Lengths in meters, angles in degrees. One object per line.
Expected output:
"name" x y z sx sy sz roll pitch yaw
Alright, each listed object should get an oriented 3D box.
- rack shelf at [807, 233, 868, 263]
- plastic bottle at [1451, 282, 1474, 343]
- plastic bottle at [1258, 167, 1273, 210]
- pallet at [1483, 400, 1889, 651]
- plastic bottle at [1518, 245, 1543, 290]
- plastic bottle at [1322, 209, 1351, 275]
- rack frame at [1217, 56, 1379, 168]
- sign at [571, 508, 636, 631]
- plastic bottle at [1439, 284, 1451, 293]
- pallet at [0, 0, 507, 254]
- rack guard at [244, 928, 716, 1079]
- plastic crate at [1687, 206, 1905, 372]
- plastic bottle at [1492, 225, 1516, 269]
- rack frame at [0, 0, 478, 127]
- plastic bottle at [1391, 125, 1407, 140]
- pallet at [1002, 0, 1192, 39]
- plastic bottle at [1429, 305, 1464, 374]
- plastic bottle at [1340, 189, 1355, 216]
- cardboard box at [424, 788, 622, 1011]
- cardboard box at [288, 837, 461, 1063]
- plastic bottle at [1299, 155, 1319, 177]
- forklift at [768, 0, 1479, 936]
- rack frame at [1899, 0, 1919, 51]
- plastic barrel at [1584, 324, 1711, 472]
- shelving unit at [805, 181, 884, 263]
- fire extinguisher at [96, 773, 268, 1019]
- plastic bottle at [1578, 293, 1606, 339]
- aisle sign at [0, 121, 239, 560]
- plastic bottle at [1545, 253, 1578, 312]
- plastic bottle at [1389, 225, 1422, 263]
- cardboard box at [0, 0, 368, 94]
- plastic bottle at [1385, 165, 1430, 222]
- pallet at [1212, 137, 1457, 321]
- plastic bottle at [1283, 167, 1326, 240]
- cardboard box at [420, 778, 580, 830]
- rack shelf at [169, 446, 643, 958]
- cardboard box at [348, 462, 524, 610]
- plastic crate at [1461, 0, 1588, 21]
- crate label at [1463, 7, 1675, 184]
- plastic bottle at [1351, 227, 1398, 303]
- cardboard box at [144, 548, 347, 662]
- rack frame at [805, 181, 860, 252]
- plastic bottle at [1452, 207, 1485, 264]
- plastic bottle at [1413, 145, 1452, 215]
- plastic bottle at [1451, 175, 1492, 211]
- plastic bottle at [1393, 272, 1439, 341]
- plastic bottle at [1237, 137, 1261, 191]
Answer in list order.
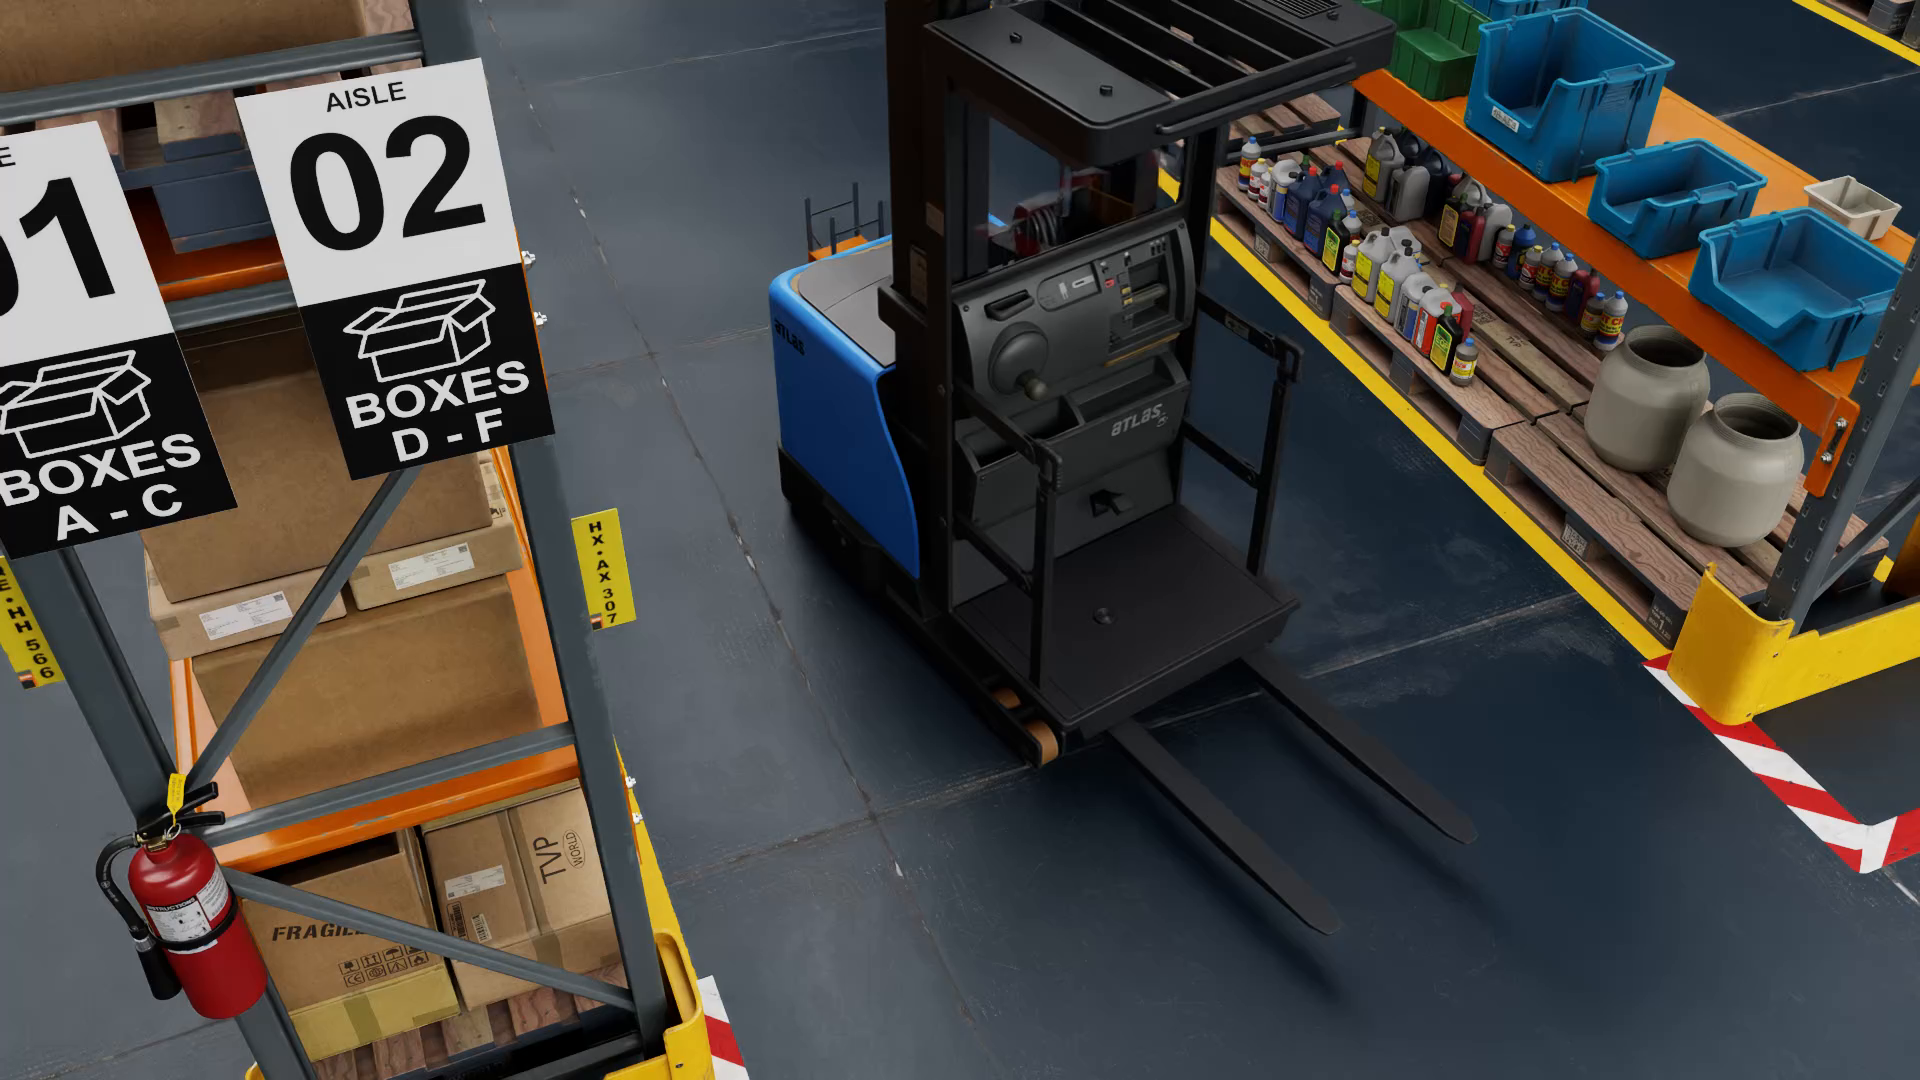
"rack shelf" -0.451 -1.105 6.631 0.258 0.103 0.180 -25 46 -26
"plastic bottle" 2.203 -0.992 7.349 0.061 0.283 0.133 -15 43 -17
"plastic bottle" 1.547 -1.764 8.309 0.097 0.201 0.097 0 41 0
"pallet" 2.905 -0.140 6.751 1.003 0.211 1.213 -15 43 -17
"plastic bottle" 2.670 -1.274 7.740 0.097 0.201 0.097 0 41 0
"plastic bottle" 1.775 -1.405 7.830 0.061 0.283 0.133 -13 42 -15
"rack frame" 1.753 -3.082 8.033 1.000 3.000 0.127 -15 43 -17
"sign" -0.780 0.068 3.646 0.100 0.325 0.005 -15 43 -17
"plastic bottle" 2.159 -1.060 7.491 0.097 0.201 0.097 0 41 0
"pallet" -1.541 -0.975 3.351 1.003 0.211 1.213 -15 43 -17
"rack guard" -1.285 1.523 4.595 1.175 0.500 0.348 -15 43 -17
"plastic crate" 2.815 -0.843 5.544 0.499 0.251 0.616 -15 43 -17
"plastic bottle" 2.591 -1.398 7.884 0.097 0.201 0.097 0 41 0
"rack frame" -1.295 -1.714 1.841 1.000 3.000 0.127 -15 43 -17
"plastic bottle" 2.242 -2.011 8.534 0.061 0.283 0.133 -13 42 -15
"pallet" 0.946 -3.224 10.337 1.003 0.211 1.213 -15 43 -17
"plastic bottle" 2.114 -0.872 7.209 0.061 0.283 0.133 -14 43 -16
"plastic bottle" 1.845 -1.567 8.027 0.097 0.271 0.097 0 41 0
"cardboard box" -1.294 1.066 4.997 0.500 0.250 0.500 -15 43 -17
"cardboard box" -1.773 1.195 4.846 0.500 0.250 0.500 -15 43 -17
"plastic bottle" 1.717 -1.756 8.238 0.061 0.283 0.133 -15 43 -17
"forklift" 0.517 -0.680 5.293 1.130 2.935 3.031 -25 46 -26
"rack frame" 6.329 -4.318 9.470 1.000 3.000 0.127 -15 43 -17
"plastic barrel" 2.769 -0.568 6.695 0.421 0.512 0.421 0 41 0
"shelving unit" -0.451 -0.866 6.836 0.258 1.200 0.189 -25 46 -26
"fire extinguisher" -1.679 0.778 3.605 0.296 0.674 0.183 -15 43 -17
"plastic bottle" 2.838 -1.010 7.433 0.097 0.201 0.097 0 41 0
"aisle sign" -1.541 -0.312 2.818 0.394 0.787 0.004 -15 43 -17
"plastic bottle" 2.746 -1.181 7.578 0.097 0.271 0.097 0 41 0
"plastic bottle" 2.040 -1.309 7.723 0.152 0.276 0.135 -15 43 -17
"cardboard box" -1.511 -1.175 3.006 0.797 0.503 0.637 -12 42 -14
"plastic bottle" 2.212 -1.732 8.215 0.152 0.276 0.135 -15 43 -17
"pallet" 1.971 -1.610 8.460 1.003 0.211 1.213 -15 43 -17
"plastic bottle" 1.678 -1.655 8.068 0.144 0.351 0.185 -14 43 -16
"cardboard box" -1.487 0.481 5.102 0.500 0.500 0.500 -15 43 -17
"rack shelf" -2.060 -0.371 5.432 1.077 0.370 4.000 -15 43 -17
"cardboard box" -1.246 -0.013 3.890 0.380 0.149 0.250 -15 43 -17
"plastic crate" 2.427 -2.427 7.385 0.499 0.251 0.616 -15 43 -17
"crate label" 2.329 -1.727 6.431 0.502 0.435 0.616 -15 43 -17
"plastic bottle" 1.913 -1.285 7.638 0.144 0.351 0.185 -15 43 -17
"cardboard box" -1.617 0.095 3.765 0.380 0.149 0.250 -16 43 -18
"rack frame" -0.503 -0.914 6.893 0.240 1.200 0.006 -25 46 -26
"plastic bottle" 2.423 -1.467 7.901 0.061 0.283 0.133 -15 43 -17
"plastic bottle" 2.339 -1.813 8.252 0.144 0.351 0.185 -17 44 -19
"plastic bottle" 2.462 -1.618 8.025 0.144 0.351 0.185 -15 43 -17
"plastic bottle" 2.051 -1.046 7.417 0.152 0.276 0.135 -16 43 -18
"plastic bottle" 1.470 -1.913 8.429 0.097 0.271 0.097 0 41 0
